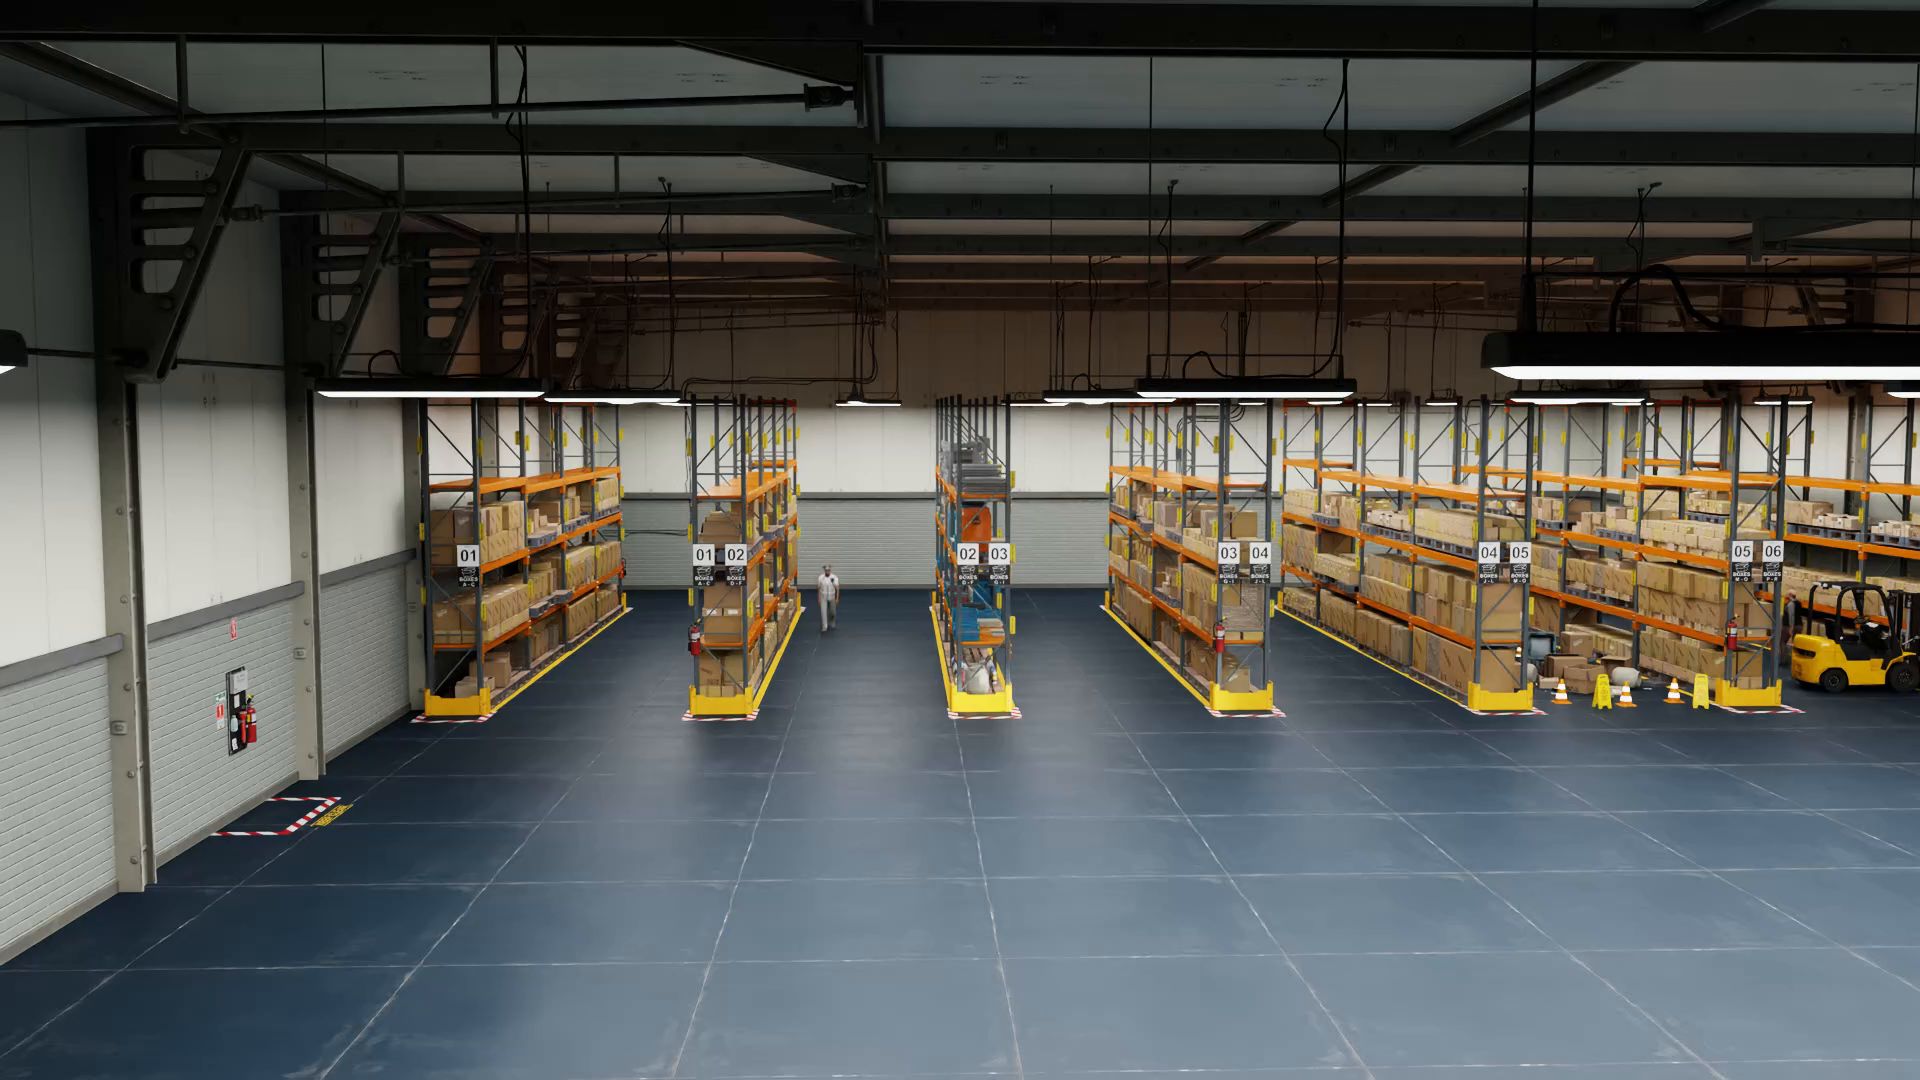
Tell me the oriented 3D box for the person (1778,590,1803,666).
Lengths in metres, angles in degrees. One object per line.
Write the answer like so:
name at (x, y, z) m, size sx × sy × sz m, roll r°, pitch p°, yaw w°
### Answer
person at (18.498, 1.990, 36.887) m, size 0.513 × 1.768 × 0.613 m, roll -1°, pitch 5°, yaw -13°

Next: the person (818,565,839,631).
person at (-3.399, 1.472, 42.966) m, size 0.546 × 1.714 × 0.972 m, roll 0°, pitch 5°, yaw -4°

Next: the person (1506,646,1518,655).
person at (12.861, 1.832, 38.706) m, size 0.477 × 1.668 × 0.521 m, roll -1°, pitch 5°, yaw -17°

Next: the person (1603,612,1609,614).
person at (17.843, 1.214, 46.714) m, size 0.565 × 1.673 × 0.854 m, roll -3°, pitch 6°, yaw -37°
